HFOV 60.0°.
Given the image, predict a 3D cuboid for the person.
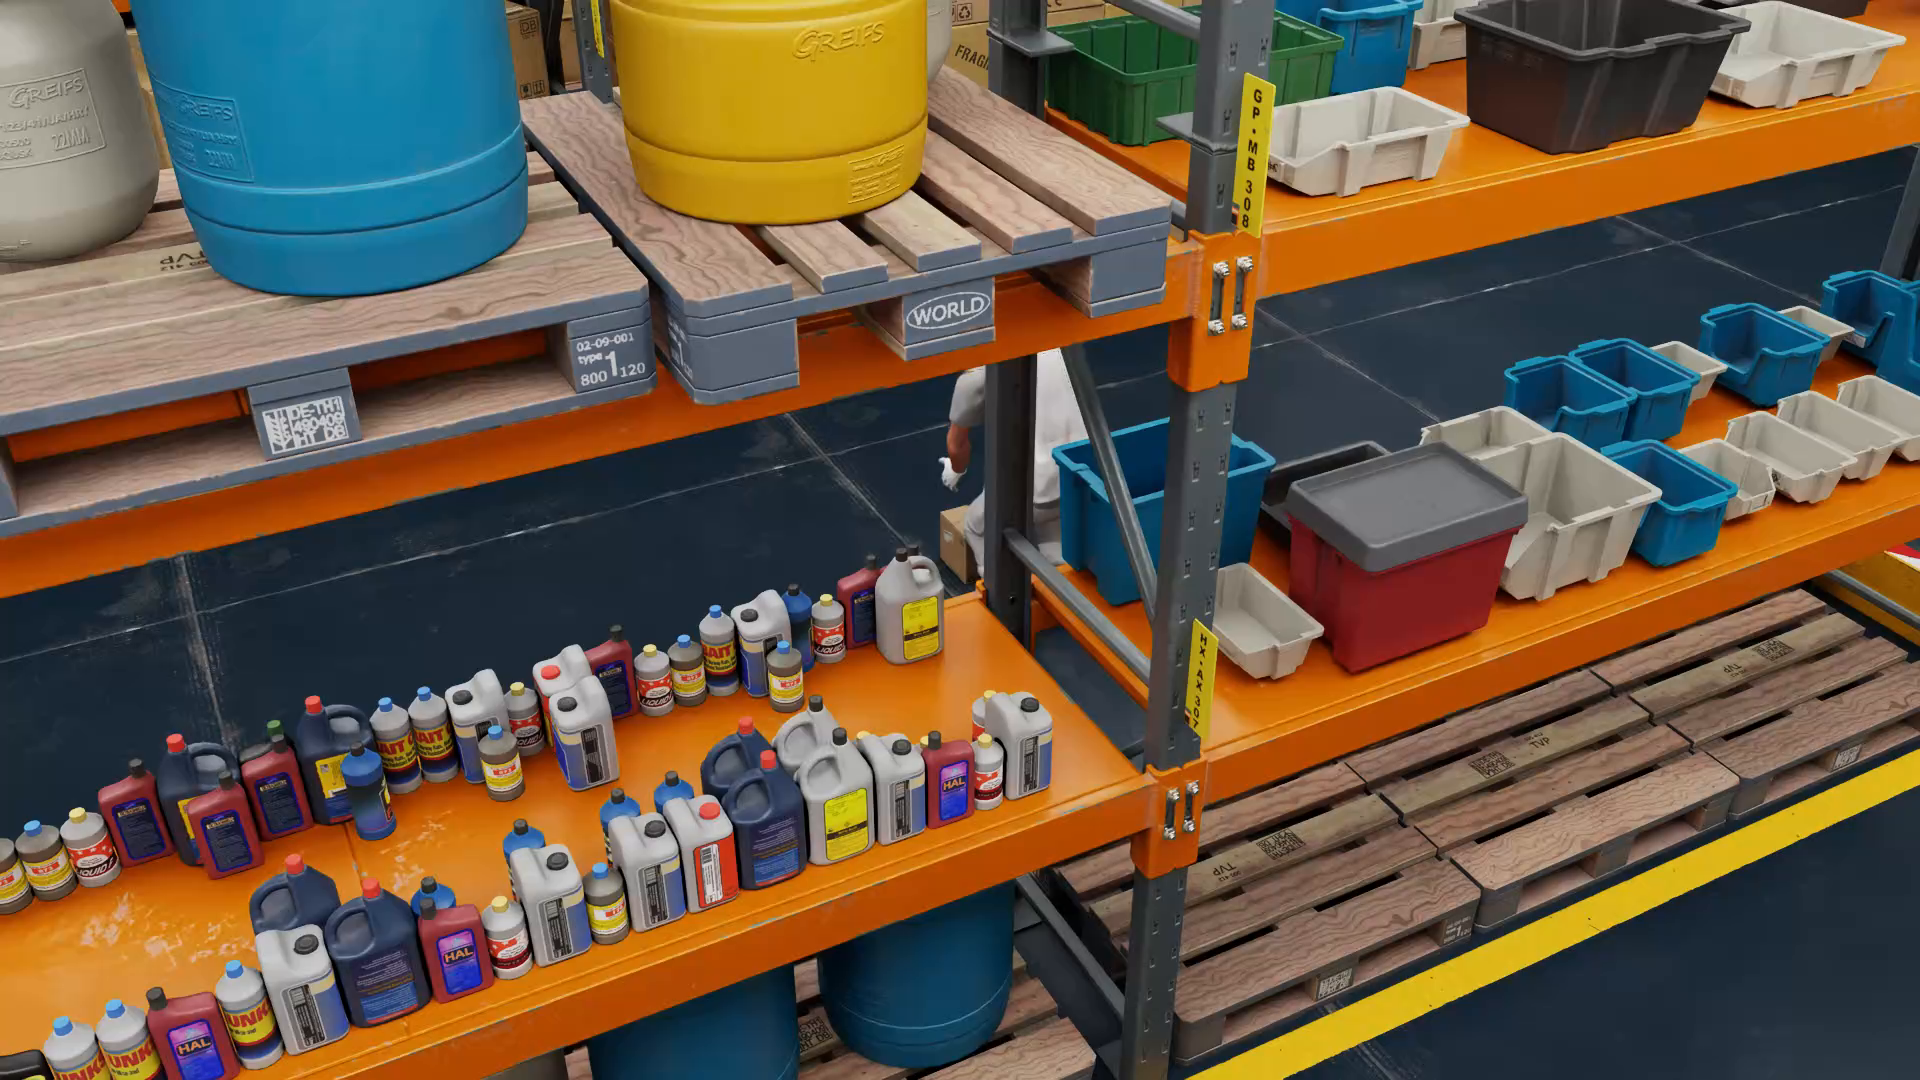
[{"bbox_3d":[0.239,-0.299,6.875,0.582,1.471,0.731,-16,36,-23],"label":"person"}]
